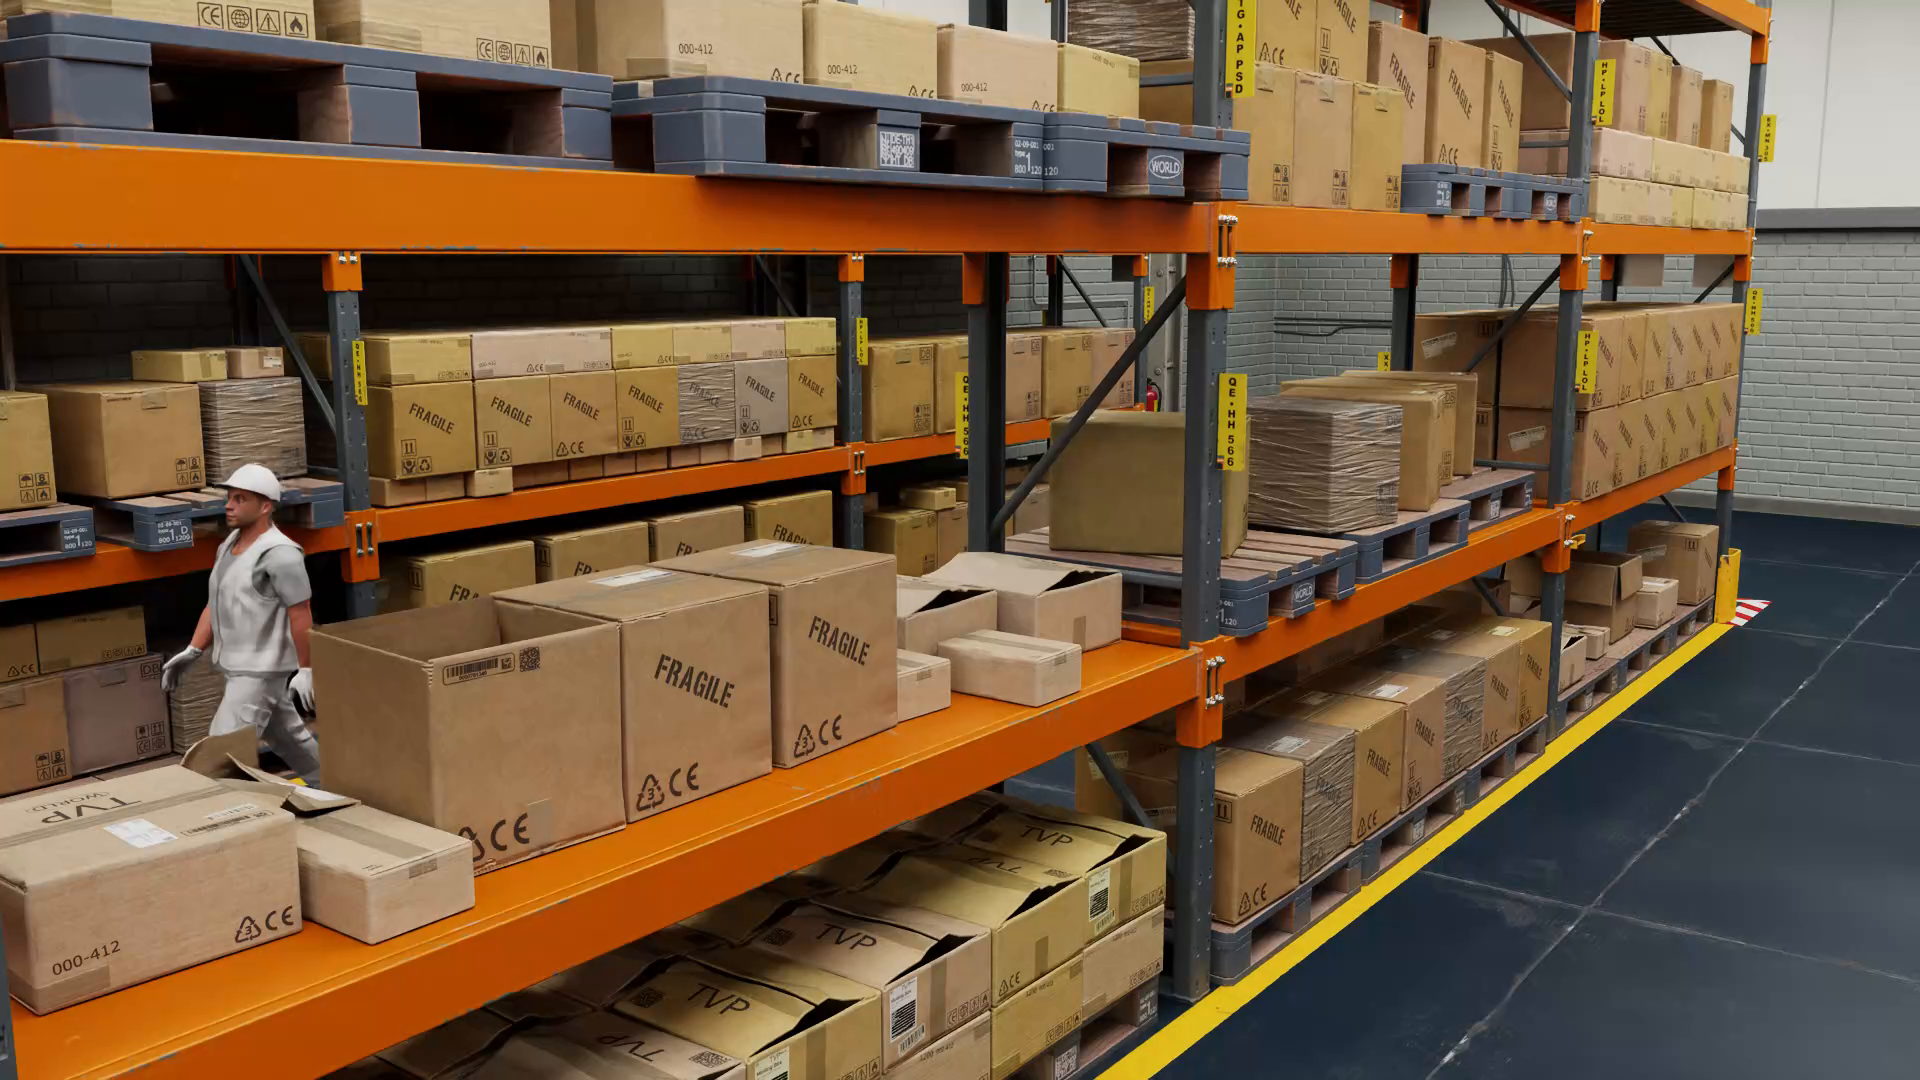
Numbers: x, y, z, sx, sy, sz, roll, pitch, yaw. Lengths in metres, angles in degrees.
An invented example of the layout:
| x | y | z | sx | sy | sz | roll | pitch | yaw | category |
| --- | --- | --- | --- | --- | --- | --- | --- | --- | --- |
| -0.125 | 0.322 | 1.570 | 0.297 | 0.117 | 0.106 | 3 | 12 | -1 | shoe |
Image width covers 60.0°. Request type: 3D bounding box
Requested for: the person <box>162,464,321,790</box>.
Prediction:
| x | y | z | sx | sy | sz | roll | pitch | yaw | category |
| --- | --- | --- | --- | --- | --- | --- | --- | --- | --- |
| -3.080 | 0.550 | 7.086 | 1.037 | 1.737 | 0.527 | -9 | 13 | -43 | person |
